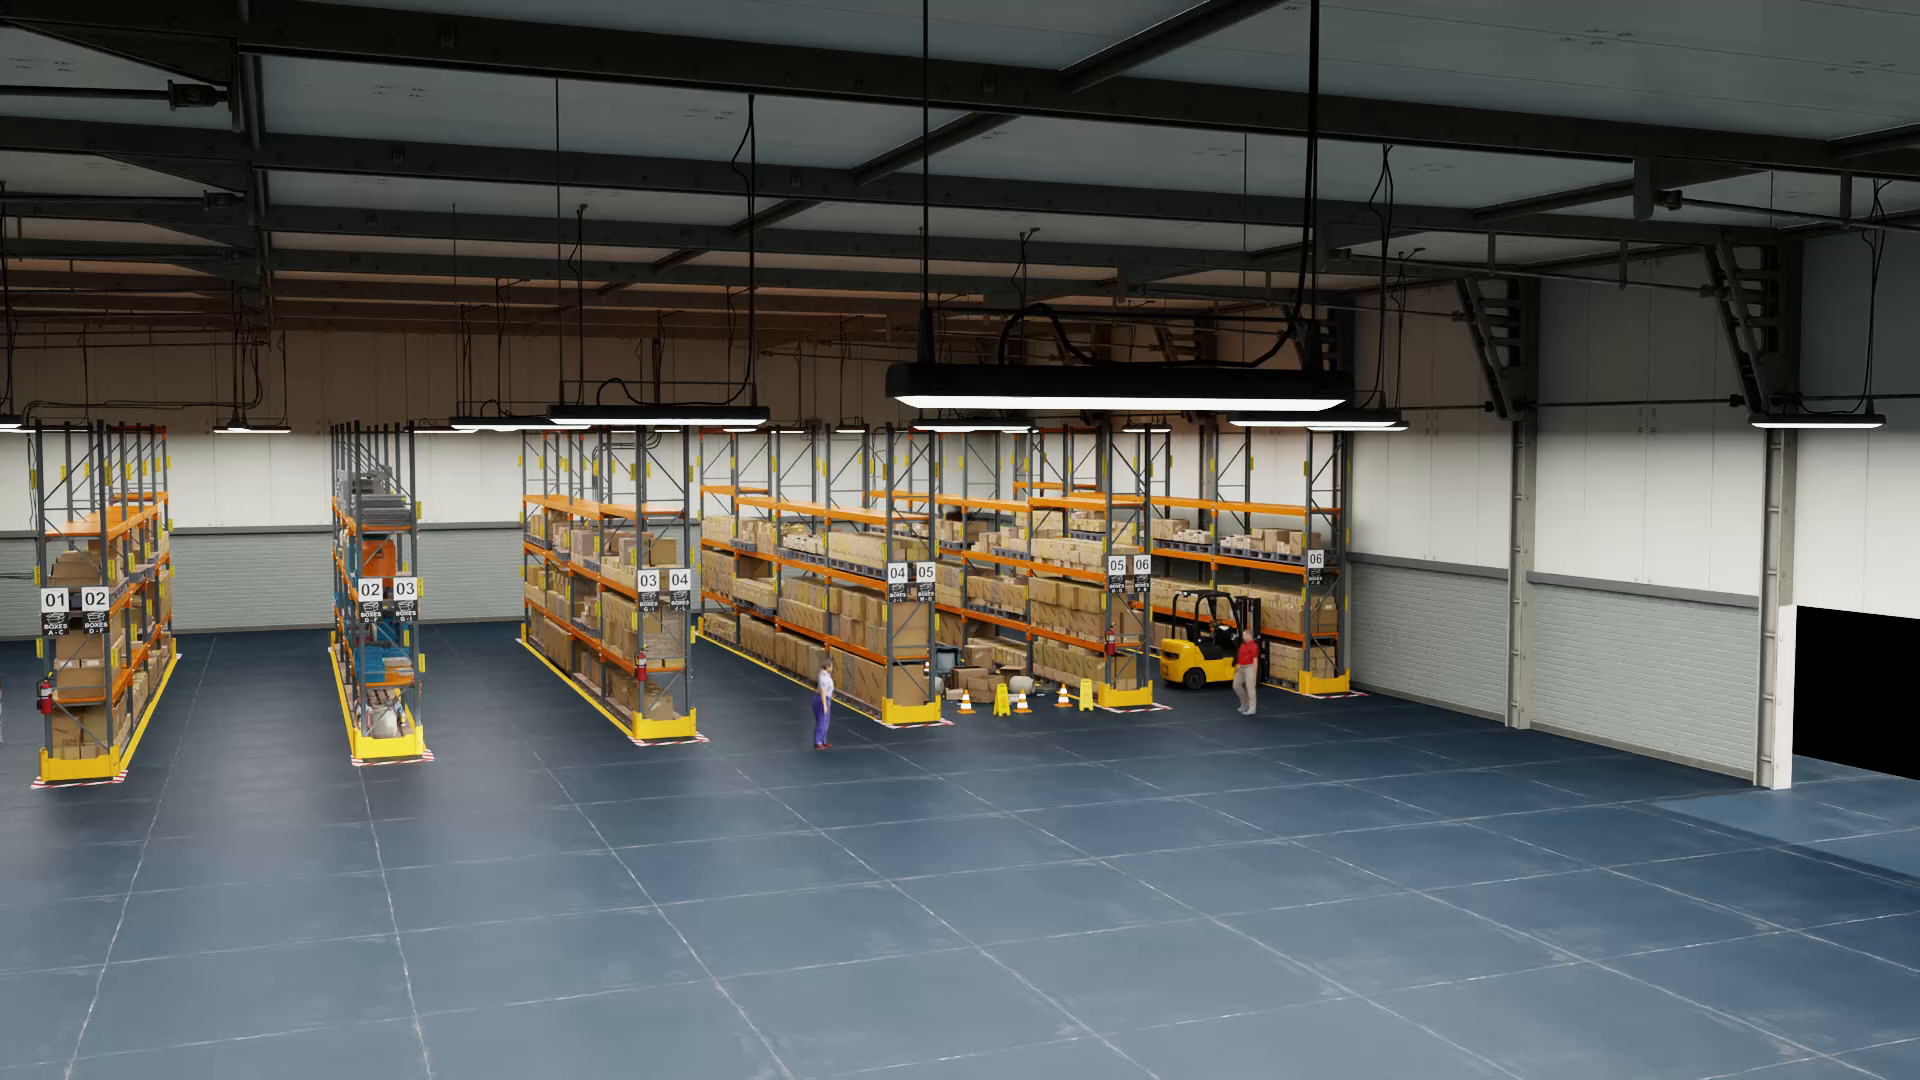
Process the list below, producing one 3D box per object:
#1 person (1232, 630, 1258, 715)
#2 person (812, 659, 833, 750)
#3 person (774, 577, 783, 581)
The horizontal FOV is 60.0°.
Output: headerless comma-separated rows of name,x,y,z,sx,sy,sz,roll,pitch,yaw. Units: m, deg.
person,5.910,2.718,34.272,0.443,1.759,0.583,-2,4,-29
person,-2.516,3.007,30.465,0.390,1.658,0.513,0,4,0
person,-5.722,1.653,51.770,0.763,1.668,0.497,2,4,28
